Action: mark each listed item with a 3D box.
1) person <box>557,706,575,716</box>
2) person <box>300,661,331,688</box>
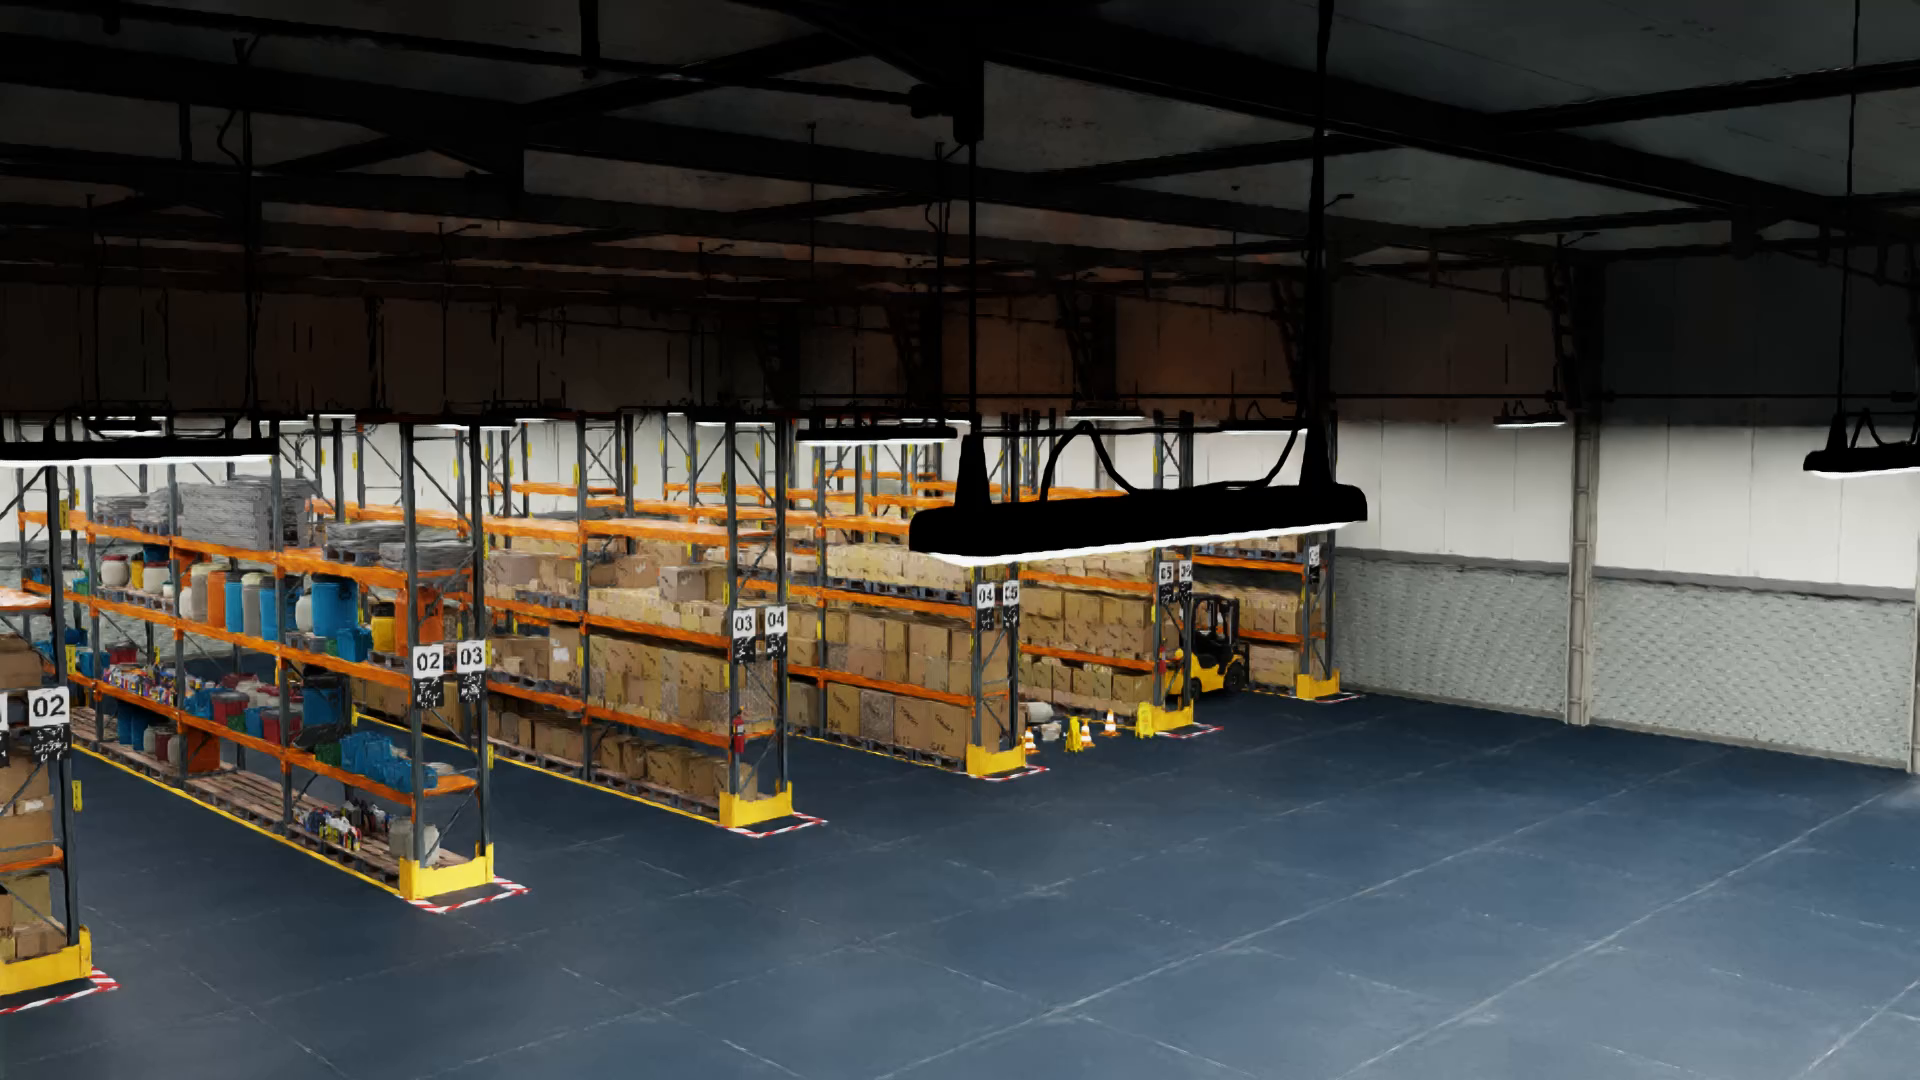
[{"bbox_3d":[-7.423,2.759,31.495,0.658,1.649,0.403,3,6,33],"label":"person"},{"bbox_3d":[-12.443,2.700,32.203,0.546,1.640,1.109,-4,7,-41],"label":"person"}]
